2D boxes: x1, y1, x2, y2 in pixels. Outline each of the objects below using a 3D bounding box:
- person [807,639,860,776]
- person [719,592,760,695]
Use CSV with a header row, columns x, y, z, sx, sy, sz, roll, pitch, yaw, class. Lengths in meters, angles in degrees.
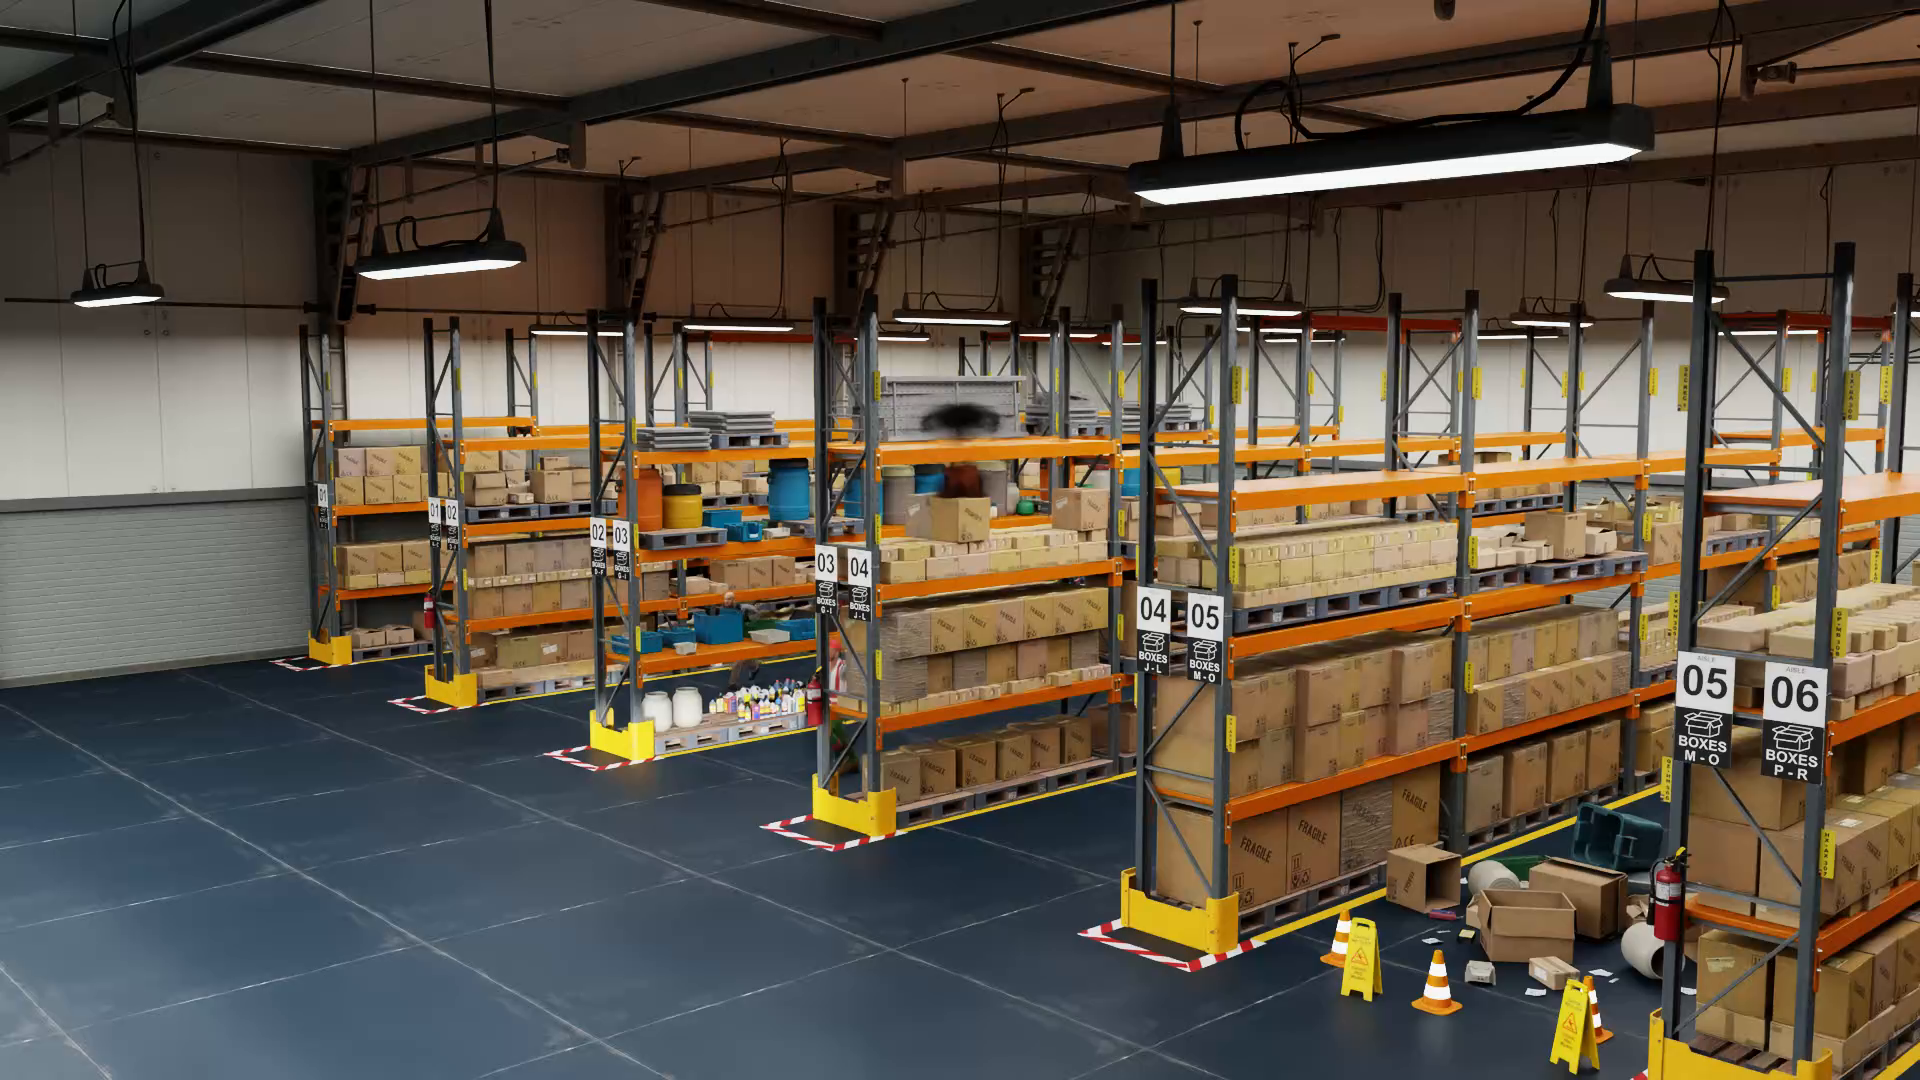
x,y,z,sx,sy,sz,roll,pitch,yaw,class
-1.599,2.136,21.325,0.745,1.750,0.642,-5,8,-42,person
-3.539,1.632,27.070,0.691,1.681,1.013,2,6,23,person
